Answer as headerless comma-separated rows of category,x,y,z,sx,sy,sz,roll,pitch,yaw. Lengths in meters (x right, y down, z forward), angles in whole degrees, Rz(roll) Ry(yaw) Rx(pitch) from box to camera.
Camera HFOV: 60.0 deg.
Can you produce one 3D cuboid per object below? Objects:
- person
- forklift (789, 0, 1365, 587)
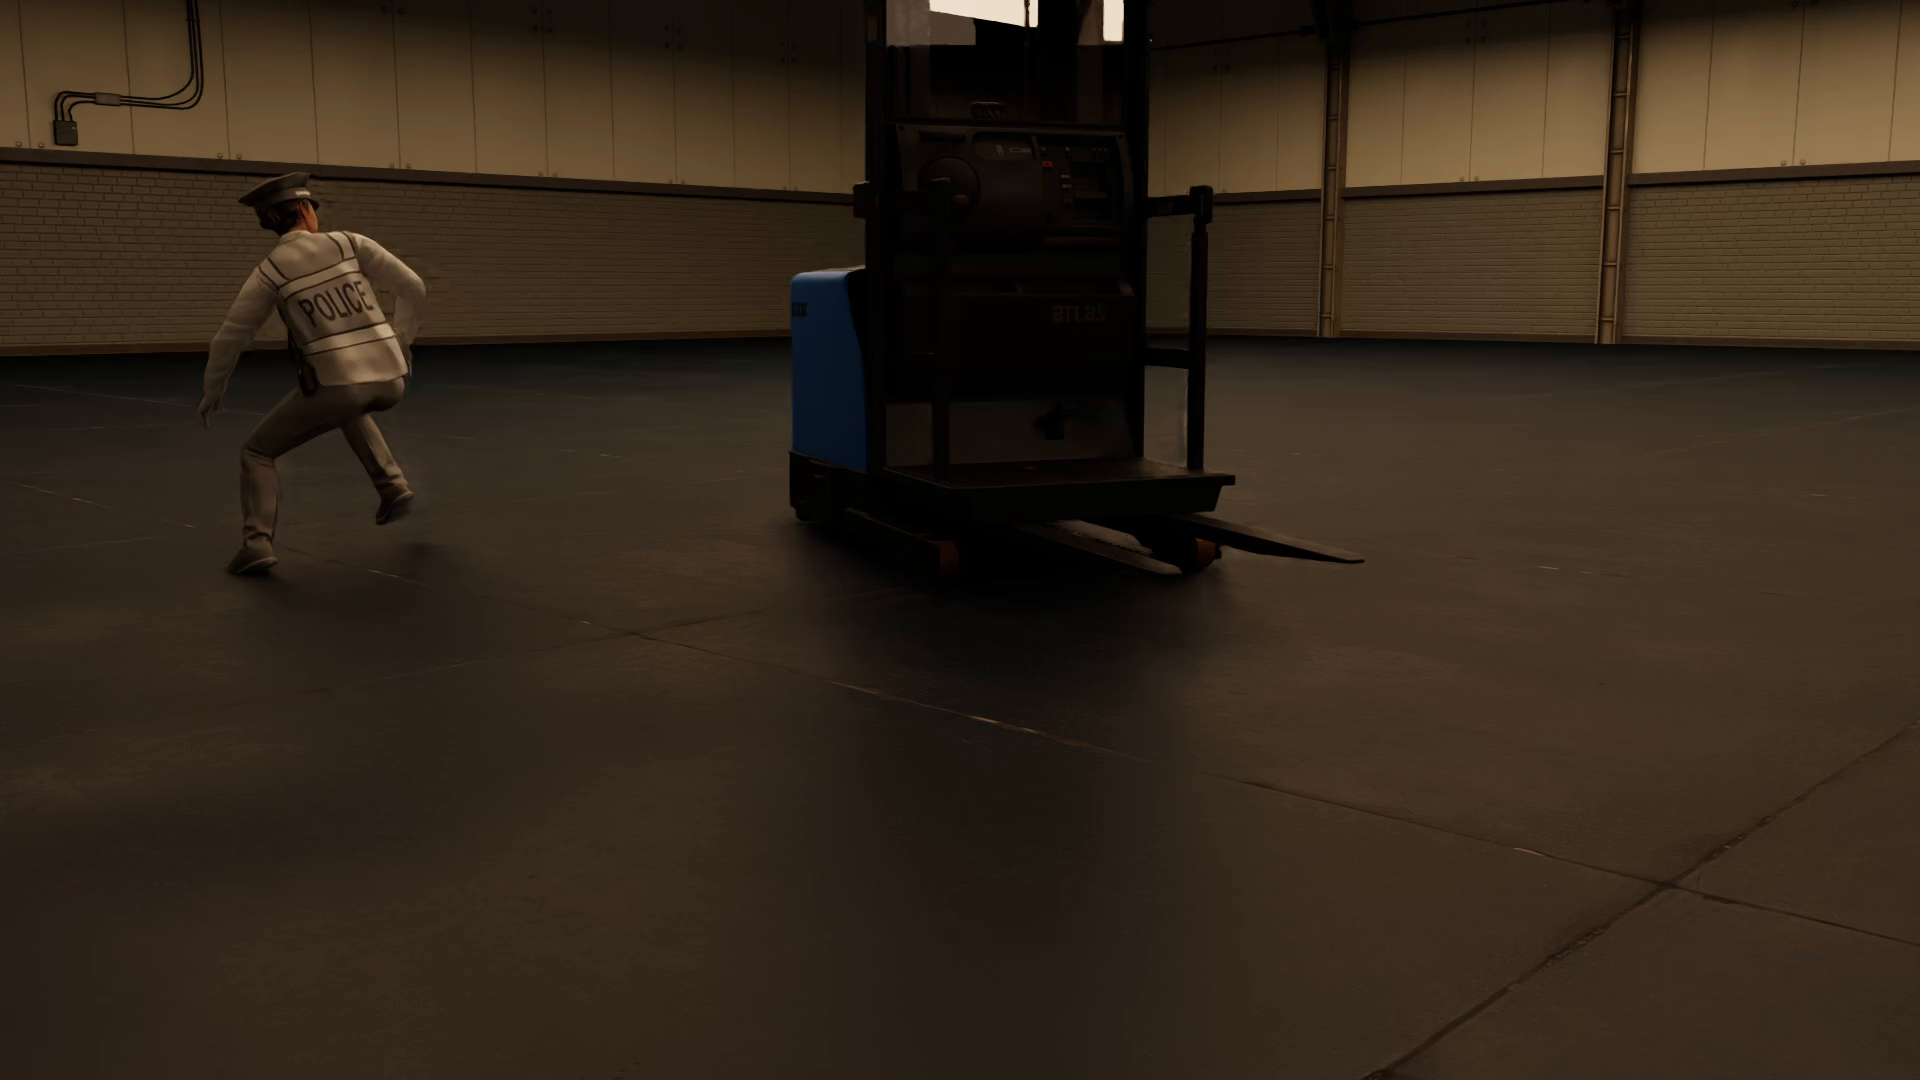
person,-2.380,-0.614,6.148,0.624,1.461,0.785,8,12,43
forklift,0.290,-1.360,5.904,1.130,2.935,3.031,-4,9,-22
